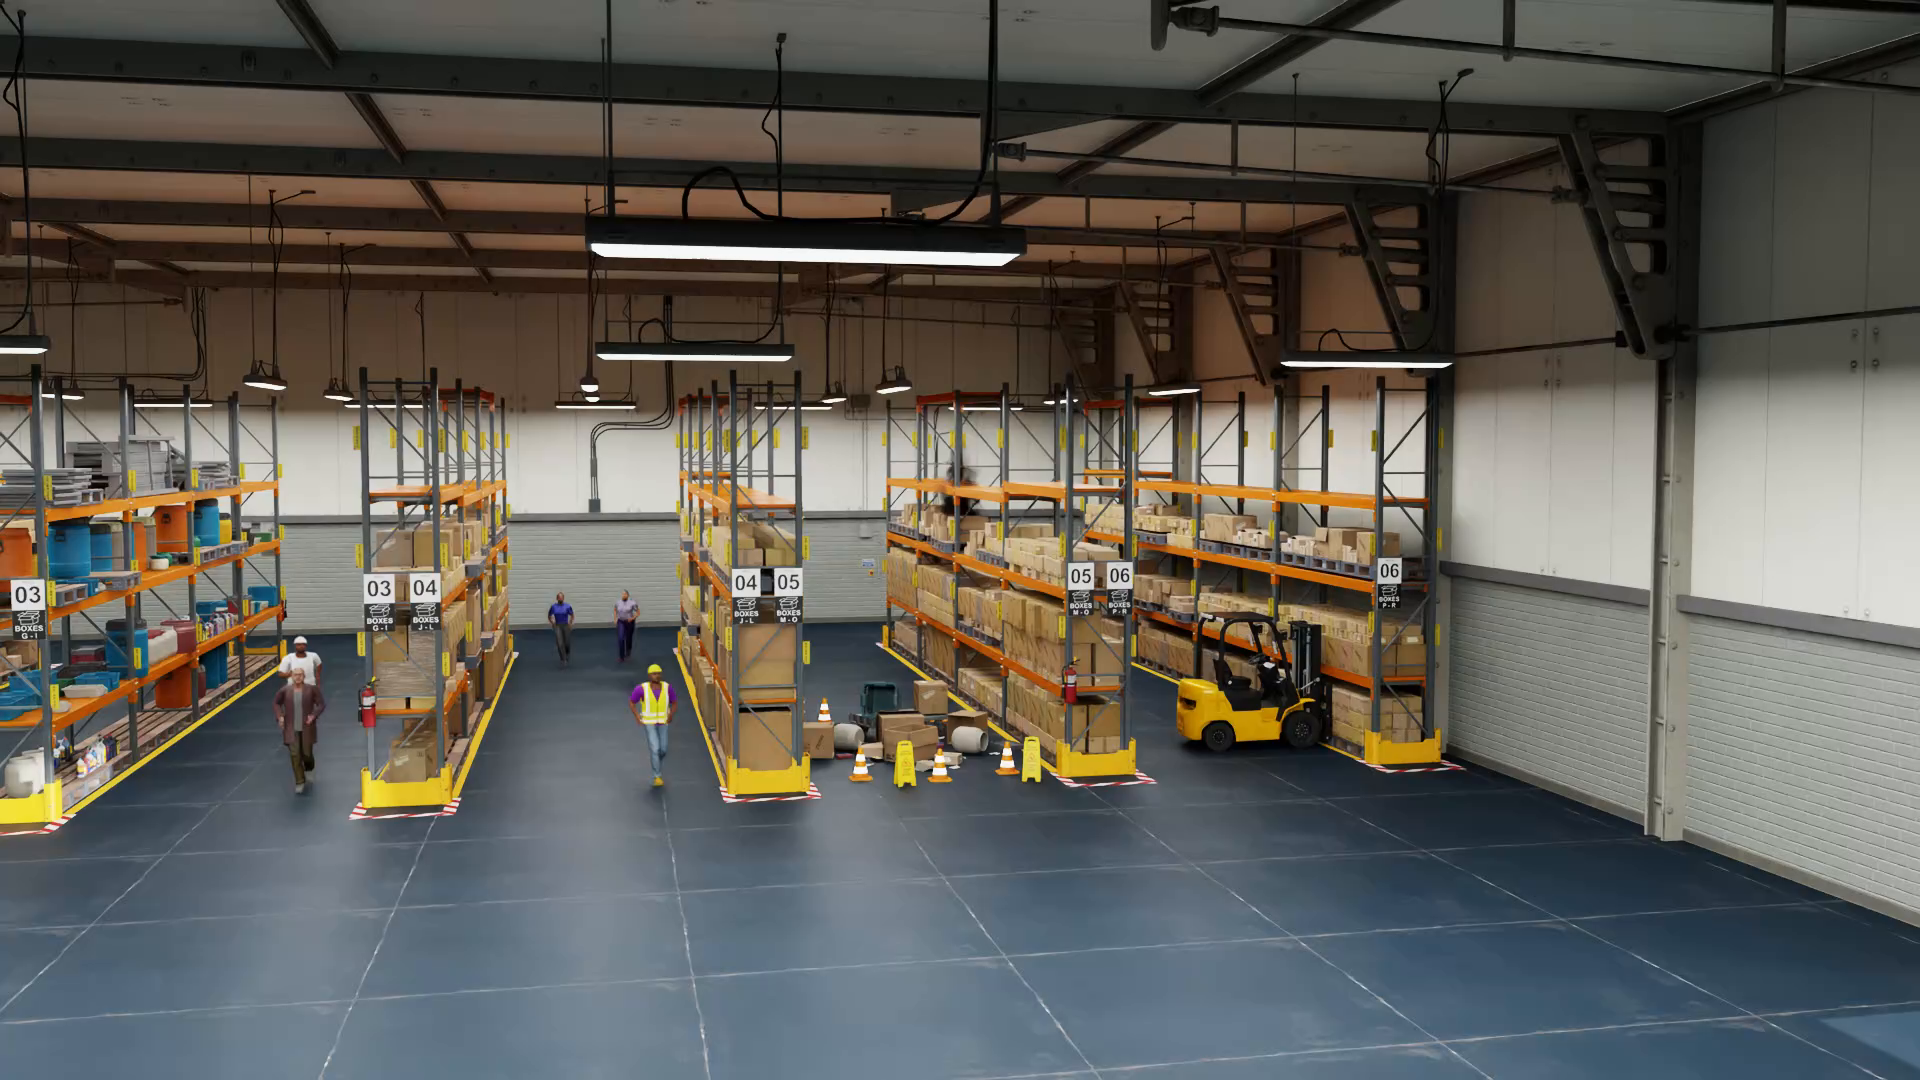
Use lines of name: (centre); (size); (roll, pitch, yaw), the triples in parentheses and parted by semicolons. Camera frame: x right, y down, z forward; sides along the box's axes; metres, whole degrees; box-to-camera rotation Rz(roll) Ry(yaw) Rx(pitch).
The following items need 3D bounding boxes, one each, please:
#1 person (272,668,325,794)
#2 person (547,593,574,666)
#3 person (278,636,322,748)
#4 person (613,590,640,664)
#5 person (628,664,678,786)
person: (-9.497, 2.705, 23.888); (0.720, 1.762, 0.795); (-1, 4, -18)
person: (-8.934, 1.988, 37.223); (0.589, 1.633, 0.576); (-1, 3, -13)
person: (-10.798, 2.470, 27.263); (0.688, 1.788, 0.891); (-2, 4, -25)
person: (-7.557, 1.953, 37.723); (0.620, 1.676, 0.774); (0, 3, -4)
person: (-4.476, 2.680, 24.336); (0.711, 1.749, 0.736); (-2, 4, -24)
